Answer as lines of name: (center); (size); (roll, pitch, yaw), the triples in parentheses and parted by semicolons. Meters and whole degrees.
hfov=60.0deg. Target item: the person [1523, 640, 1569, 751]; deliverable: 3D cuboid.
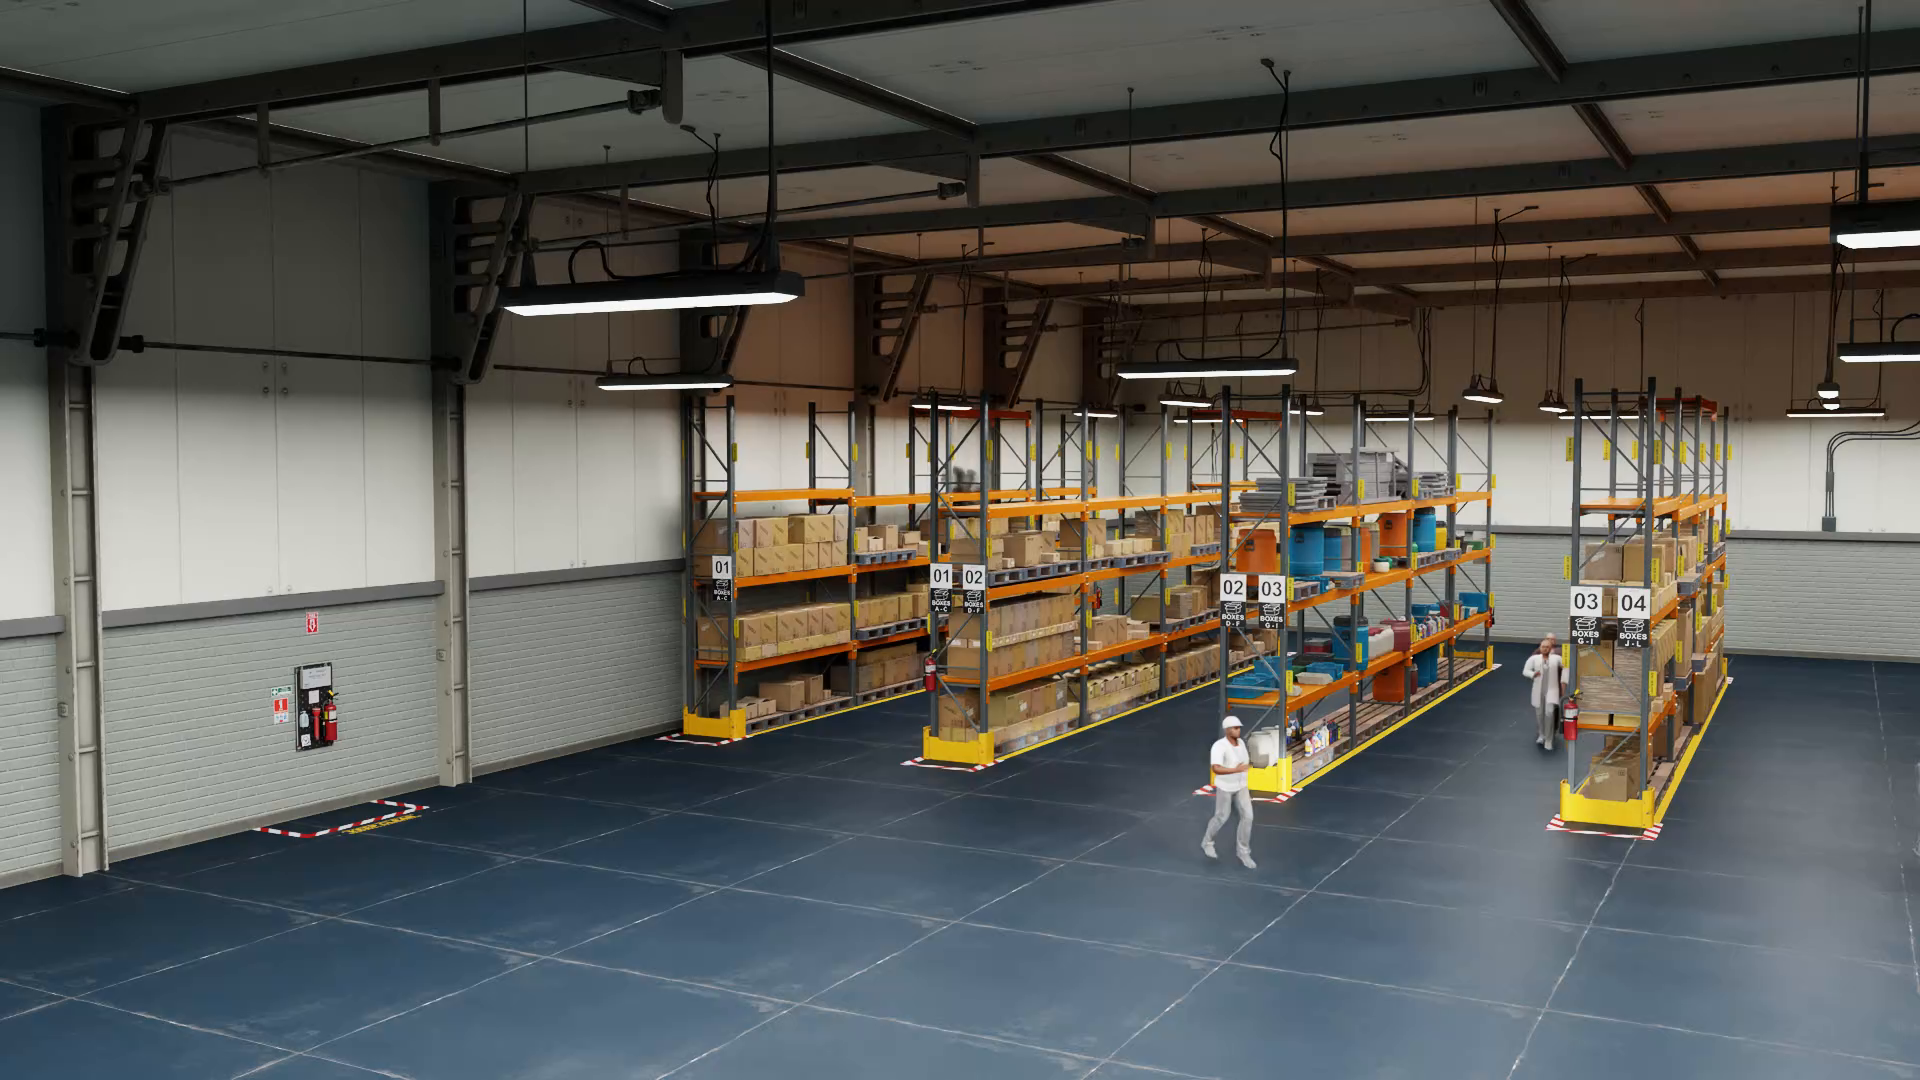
person: (9.930, 2.627, 28.242); (0.692, 1.862, 0.881); (2, 3, 28)

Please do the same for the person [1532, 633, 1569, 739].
person: (10.404, 2.544, 29.323); (0.686, 1.808, 0.996); (2, 3, 27)

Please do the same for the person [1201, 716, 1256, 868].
person: (3.276, 3.051, 20.226); (0.689, 1.840, 0.810); (-2, 4, -35)
